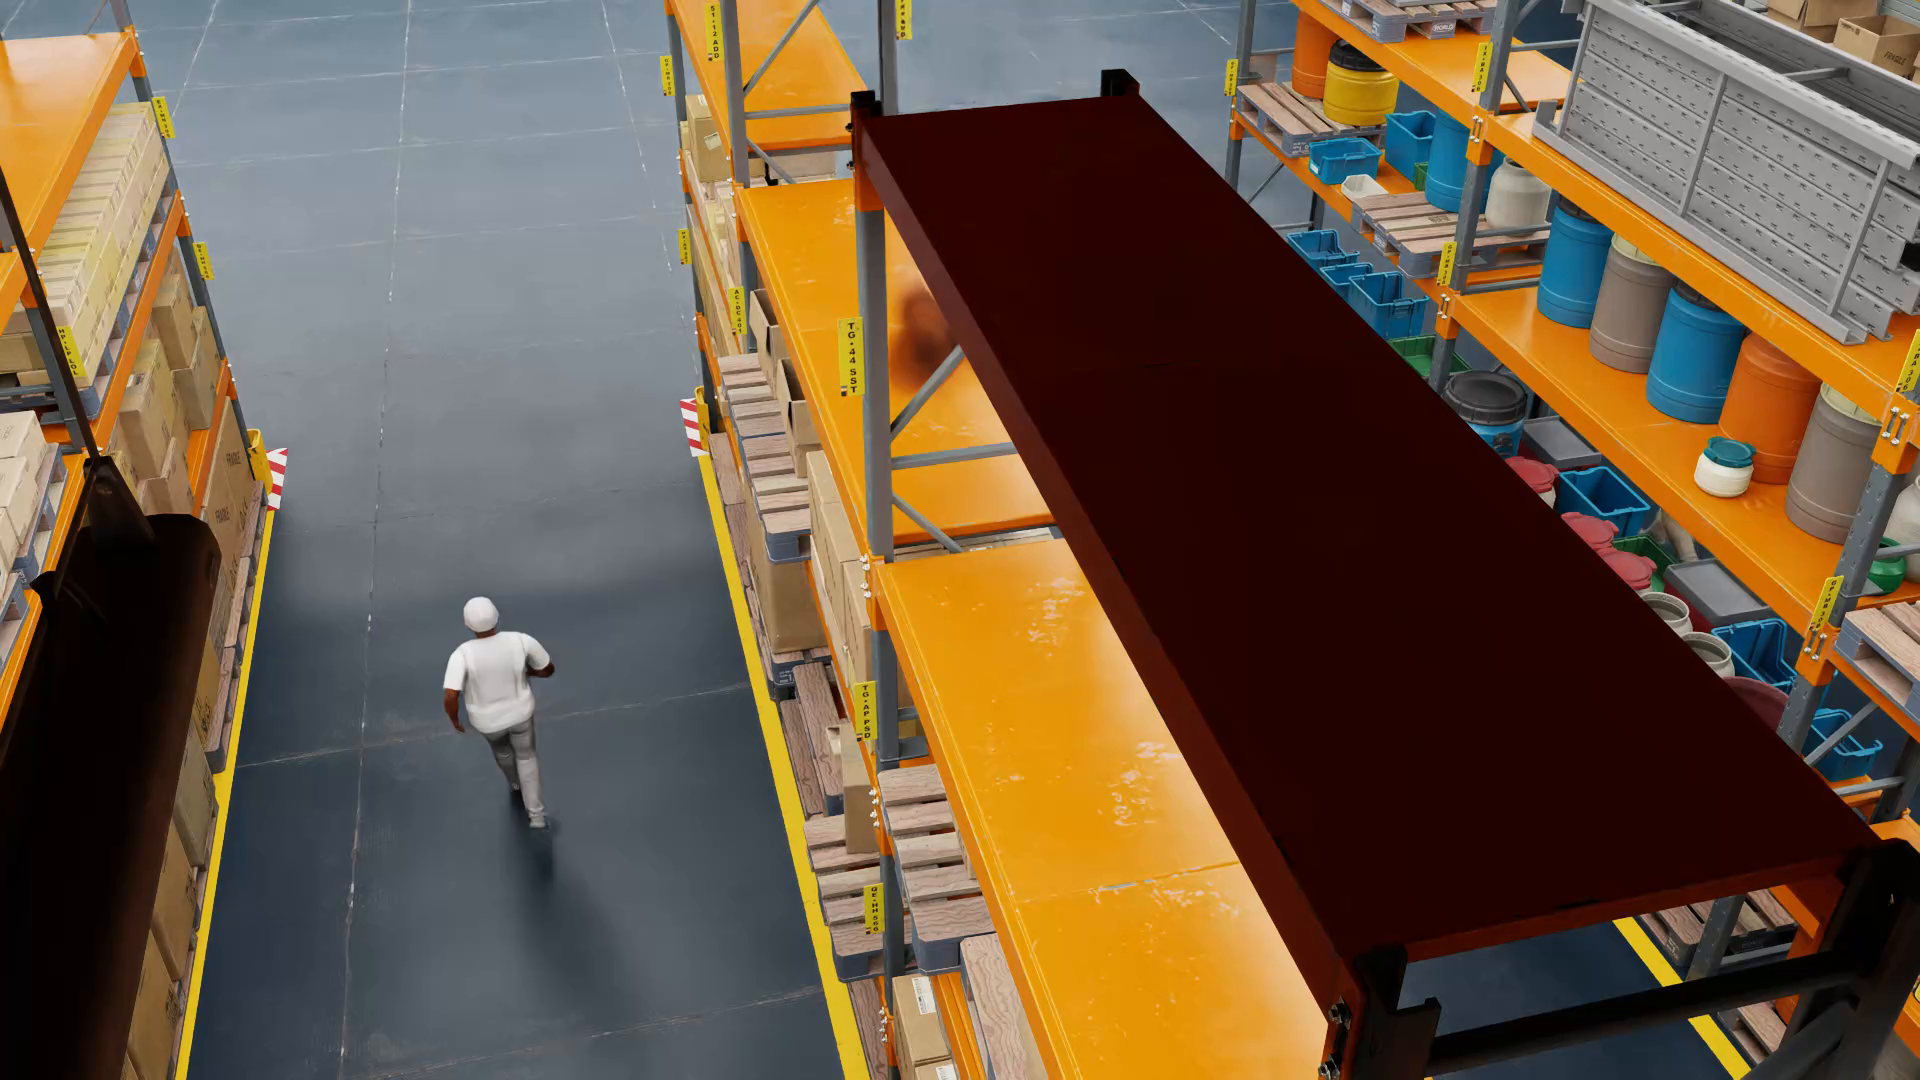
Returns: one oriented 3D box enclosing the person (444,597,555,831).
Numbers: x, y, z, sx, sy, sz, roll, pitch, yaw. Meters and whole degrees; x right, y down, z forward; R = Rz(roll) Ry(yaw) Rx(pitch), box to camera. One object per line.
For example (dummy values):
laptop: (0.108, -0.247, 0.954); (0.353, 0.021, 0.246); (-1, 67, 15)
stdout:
person: (-2.967, 1.151, 10.861); (0.725, 1.757, 1.014); (-15, 37, -20)

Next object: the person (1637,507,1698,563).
person: (5.827, -0.517, 13.291); (0.639, 1.744, 0.954); (-10, 36, -15)
